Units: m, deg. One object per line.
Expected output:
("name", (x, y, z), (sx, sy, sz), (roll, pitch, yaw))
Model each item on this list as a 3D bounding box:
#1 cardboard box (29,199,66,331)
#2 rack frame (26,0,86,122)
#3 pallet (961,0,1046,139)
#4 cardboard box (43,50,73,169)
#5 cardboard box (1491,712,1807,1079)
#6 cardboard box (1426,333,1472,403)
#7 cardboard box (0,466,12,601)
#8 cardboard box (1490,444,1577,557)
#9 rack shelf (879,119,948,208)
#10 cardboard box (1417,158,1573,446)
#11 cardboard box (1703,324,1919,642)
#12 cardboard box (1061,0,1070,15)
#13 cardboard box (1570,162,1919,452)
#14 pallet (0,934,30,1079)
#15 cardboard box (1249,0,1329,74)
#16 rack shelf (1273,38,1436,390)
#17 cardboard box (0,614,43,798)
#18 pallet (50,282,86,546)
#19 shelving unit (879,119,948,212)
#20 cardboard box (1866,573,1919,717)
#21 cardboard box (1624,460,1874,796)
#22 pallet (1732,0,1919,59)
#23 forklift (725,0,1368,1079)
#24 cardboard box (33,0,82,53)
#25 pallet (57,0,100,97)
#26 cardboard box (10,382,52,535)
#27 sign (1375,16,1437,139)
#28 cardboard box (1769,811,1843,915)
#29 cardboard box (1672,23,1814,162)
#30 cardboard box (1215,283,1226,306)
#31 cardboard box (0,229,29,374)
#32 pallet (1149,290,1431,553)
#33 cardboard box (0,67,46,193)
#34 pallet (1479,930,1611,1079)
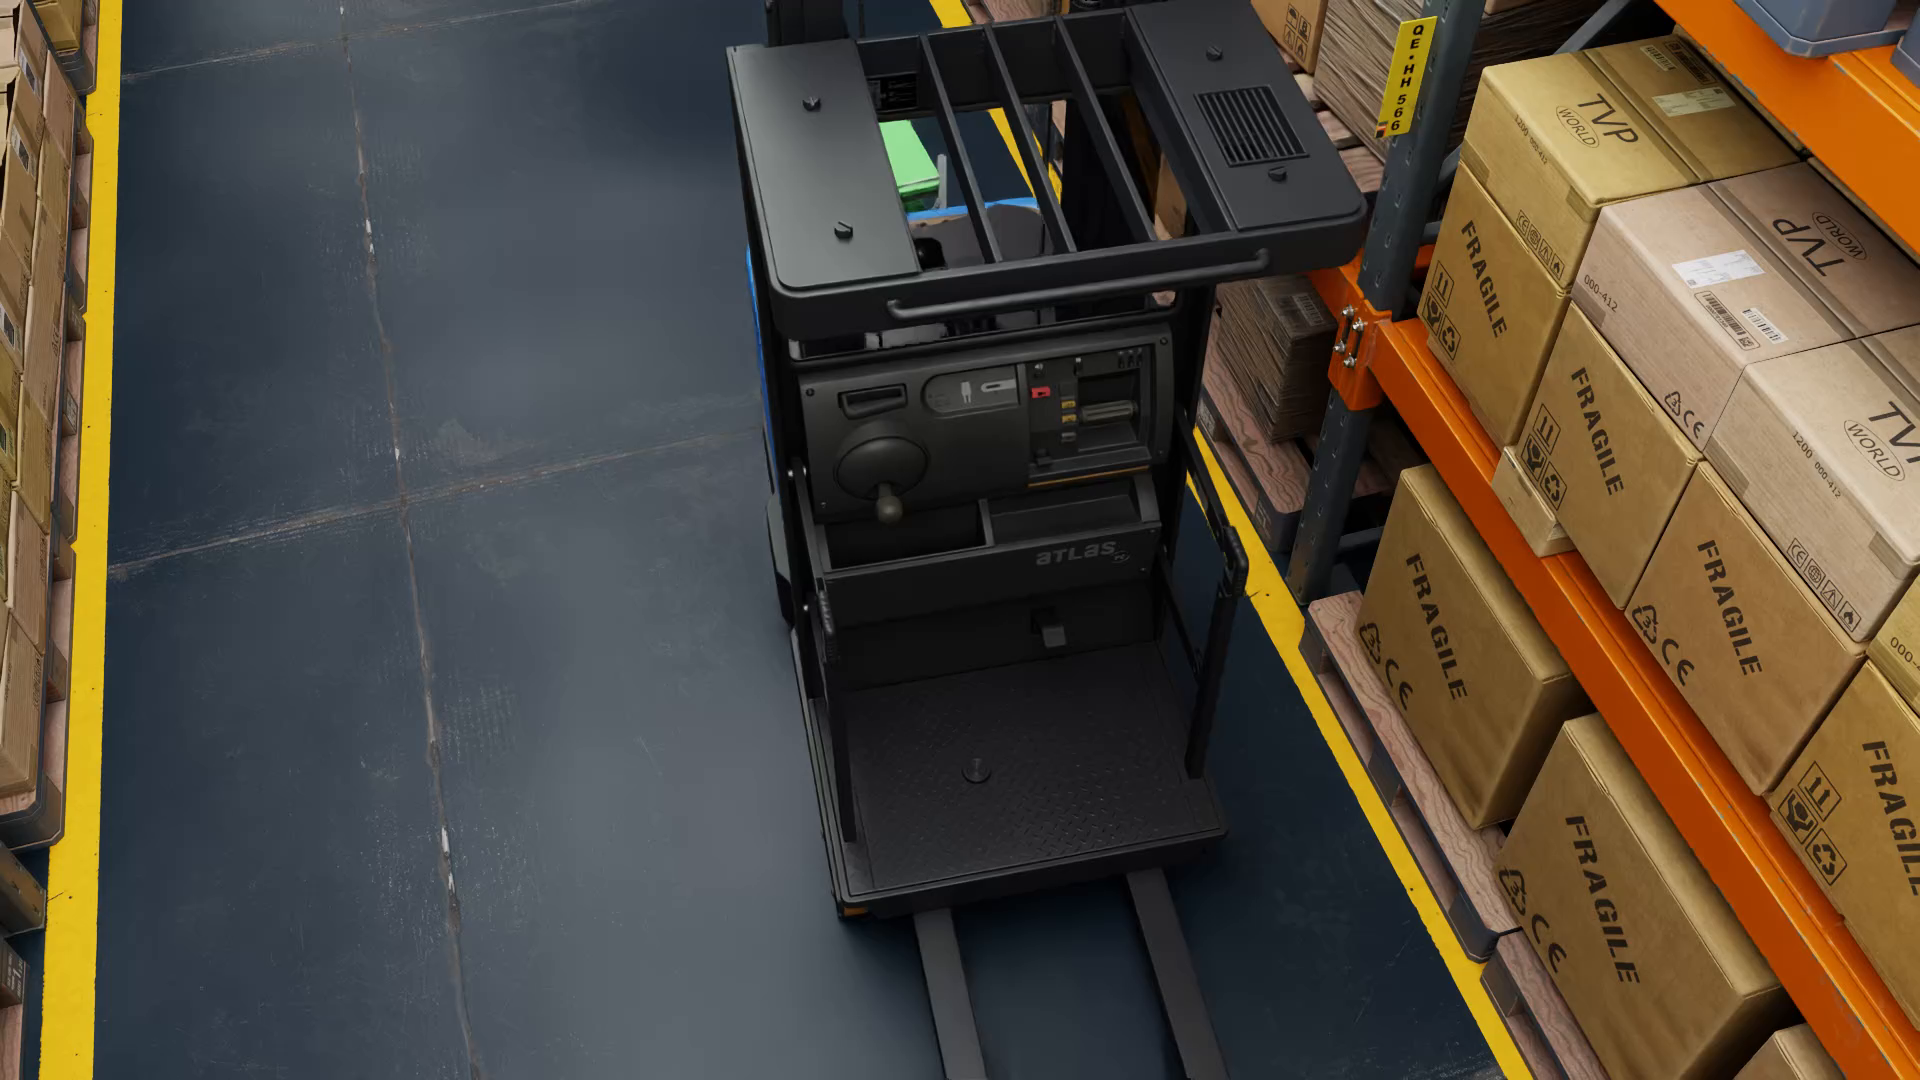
("cardboard box", (-3.619, -0.964, 6.125), (0.500, 0.250, 0.500), (-12, 51, -10))
("rack frame", (-4.319, -2.696, 6.061), (1.000, 3.000, 0.127), (-13, 51, -11))
("pallet", (0.644, -2.352, 7.594), (1.003, 0.211, 1.213), (-13, 51, -11))
("cardboard box", (-3.919, -1.708, 6.752), (0.500, 0.250, 0.500), (-14, 51, -11))
("cardboard box", (1.940, 0.868, 4.188), (0.750, 0.750, 0.750), (-14, 51, -11))
("cardboard box", (1.471, -0.530, 4.386), (0.380, 0.149, 0.250), (-14, 51, -12))
("cardboard box", (-3.173, -0.035, 4.975), (0.500, 0.311, 0.500), (-14, 51, -12))
("cardboard box", (1.535, -0.131, 4.049), (0.380, 0.149, 0.250), (-12, 51, -10))
("rack shelf", (-0.243, -1.233, 5.461), (0.258, 0.148, 0.480), (-16, 52, -13))
("cardboard box", (1.495, -0.619, 4.037), (0.500, 0.500, 0.500), (-12, 51, -10))
("cardboard box", (1.795, -0.127, 3.132), (0.500, 0.250, 0.500), (-13, 51, -11))
("cardboard box", (0.847, -2.255, 7.036), (0.700, 0.500, 0.500), (-14, 51, -12))
("cardboard box", (1.643, -0.491, 3.439), (0.500, 0.250, 0.500), (-14, 51, -11))
("pallet", (-2.951, 1.678, 4.197), (1.003, 0.211, 1.213), (-13, 51, -11))
("cardboard box", (1.256, -1.814, 4.965), (0.700, 0.500, 0.500), (-18, 52, -14))
("rack shelf", (1.004, -2.126, 6.051), (1.077, 0.370, 4.000), (-13, 51, -11))
("cardboard box", (-3.010, 0.527, 4.867), (0.500, 0.250, 0.500), (-13, 51, -11))
("pallet", (-3.699, -0.375, 5.928), (1.003, 0.211, 1.213), (-13, 51, -11))
("shelving unit", (-0.243, -0.965, 5.779), (0.258, 1.200, 0.503), (-16, 52, -13))
("cardboard box", (1.952, 0.244, 2.819), (0.500, 0.250, 0.500), (-14, 51, -12))
("cardboard box", (1.786, 0.128, 3.407), (0.500, 0.500, 0.500), (-14, 51, -11))
("pallet", (1.836, -1.345, 3.084), (1.213, 0.211, 1.003), (-11, 51, -9))
("forklift", (0.122, -0.178, 3.983), (1.130, 2.935, 3.031), (-9, 50, -7))
("cardboard box", (-4.166, -2.352, 7.295), (0.500, 0.250, 0.500), (-13, 51, -11))
("pallet", (-4.514, -2.388, 7.625), (1.003, 0.211, 1.213), (-13, 51, -11))
("cardboard box", (-3.319, -0.218, 5.495), (0.500, 0.250, 0.500), (-15, 51, -12))
("sign", (1.080, -1.115, 4.023), (0.100, 0.325, 0.005), (-13, 51, -11))
("cardboard box", (1.935, 0.588, 3.444), (0.380, 0.149, 0.250), (-13, 51, -11))
("cardboard box", (1.977, -1.001, 3.868), (0.500, 0.250, 0.500), (-12, 51, -10))
("cardboard box", (1.291, -1.150, 6.105), (0.700, 0.500, 0.500), (-13, 51, -11))
("cardboard box", (-3.475, -0.783, 5.605), (0.500, 0.311, 0.500), (-14, 51, -11))
("pallet", (1.366, -0.570, 6.092), (1.003, 0.211, 1.213), (-13, 51, -11))
("cardboard box", (-3.765, -1.516, 6.223), (0.500, 0.311, 0.500), (-12, 51, -10))
("pallet", (2.114, 1.484, 4.361), (1.003, 0.211, 1.213), (-13, 51, -11))
